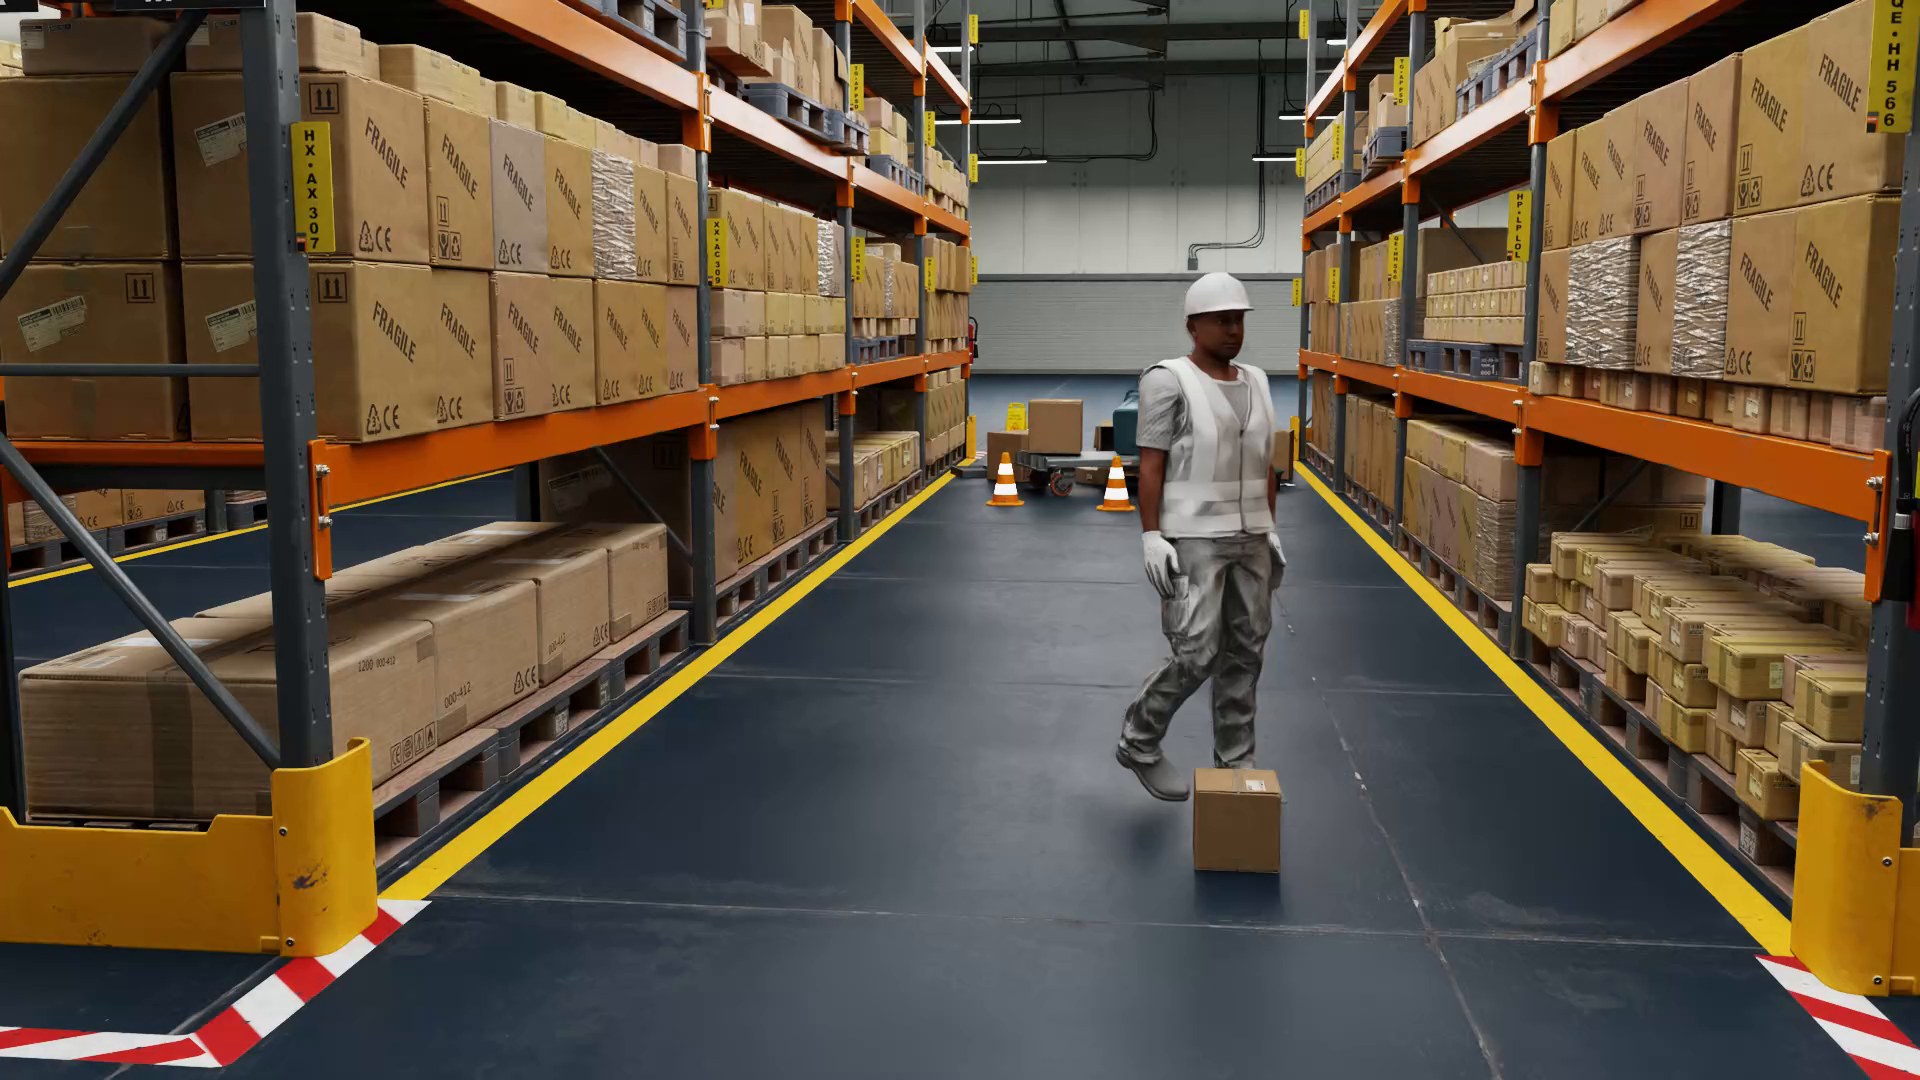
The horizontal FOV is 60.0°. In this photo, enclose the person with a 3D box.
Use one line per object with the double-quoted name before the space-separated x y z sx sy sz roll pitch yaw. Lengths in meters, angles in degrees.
"person" 0.852 0.007 5.580 0.592 1.791 0.511 -5 9 -31
